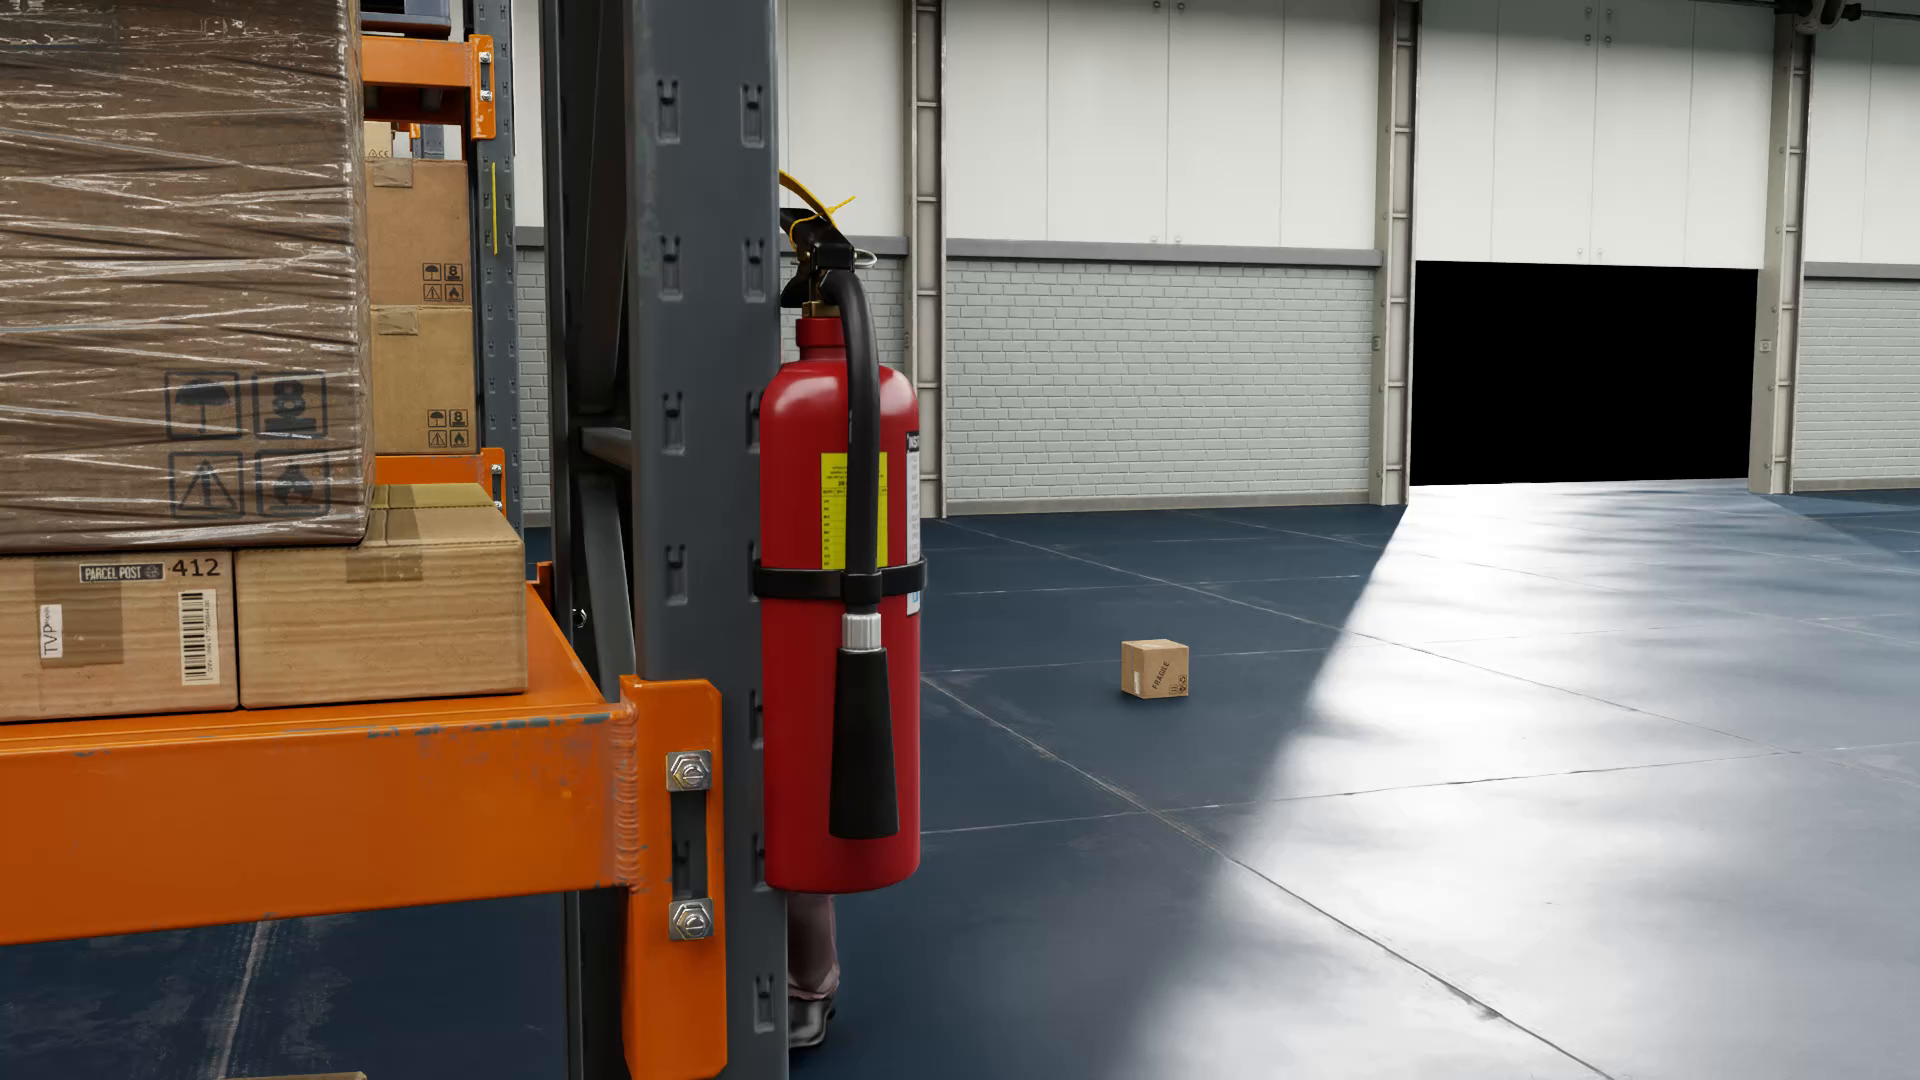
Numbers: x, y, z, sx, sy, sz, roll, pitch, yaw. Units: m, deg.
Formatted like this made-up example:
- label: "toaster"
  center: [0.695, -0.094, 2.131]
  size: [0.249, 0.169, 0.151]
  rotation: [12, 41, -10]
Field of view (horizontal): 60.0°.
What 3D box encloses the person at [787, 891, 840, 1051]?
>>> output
- label: "person"
  center: [-0.506, 0.382, 3.617]
  size: [0.552, 1.678, 0.928]
  rotation: [1, 6, 10]
